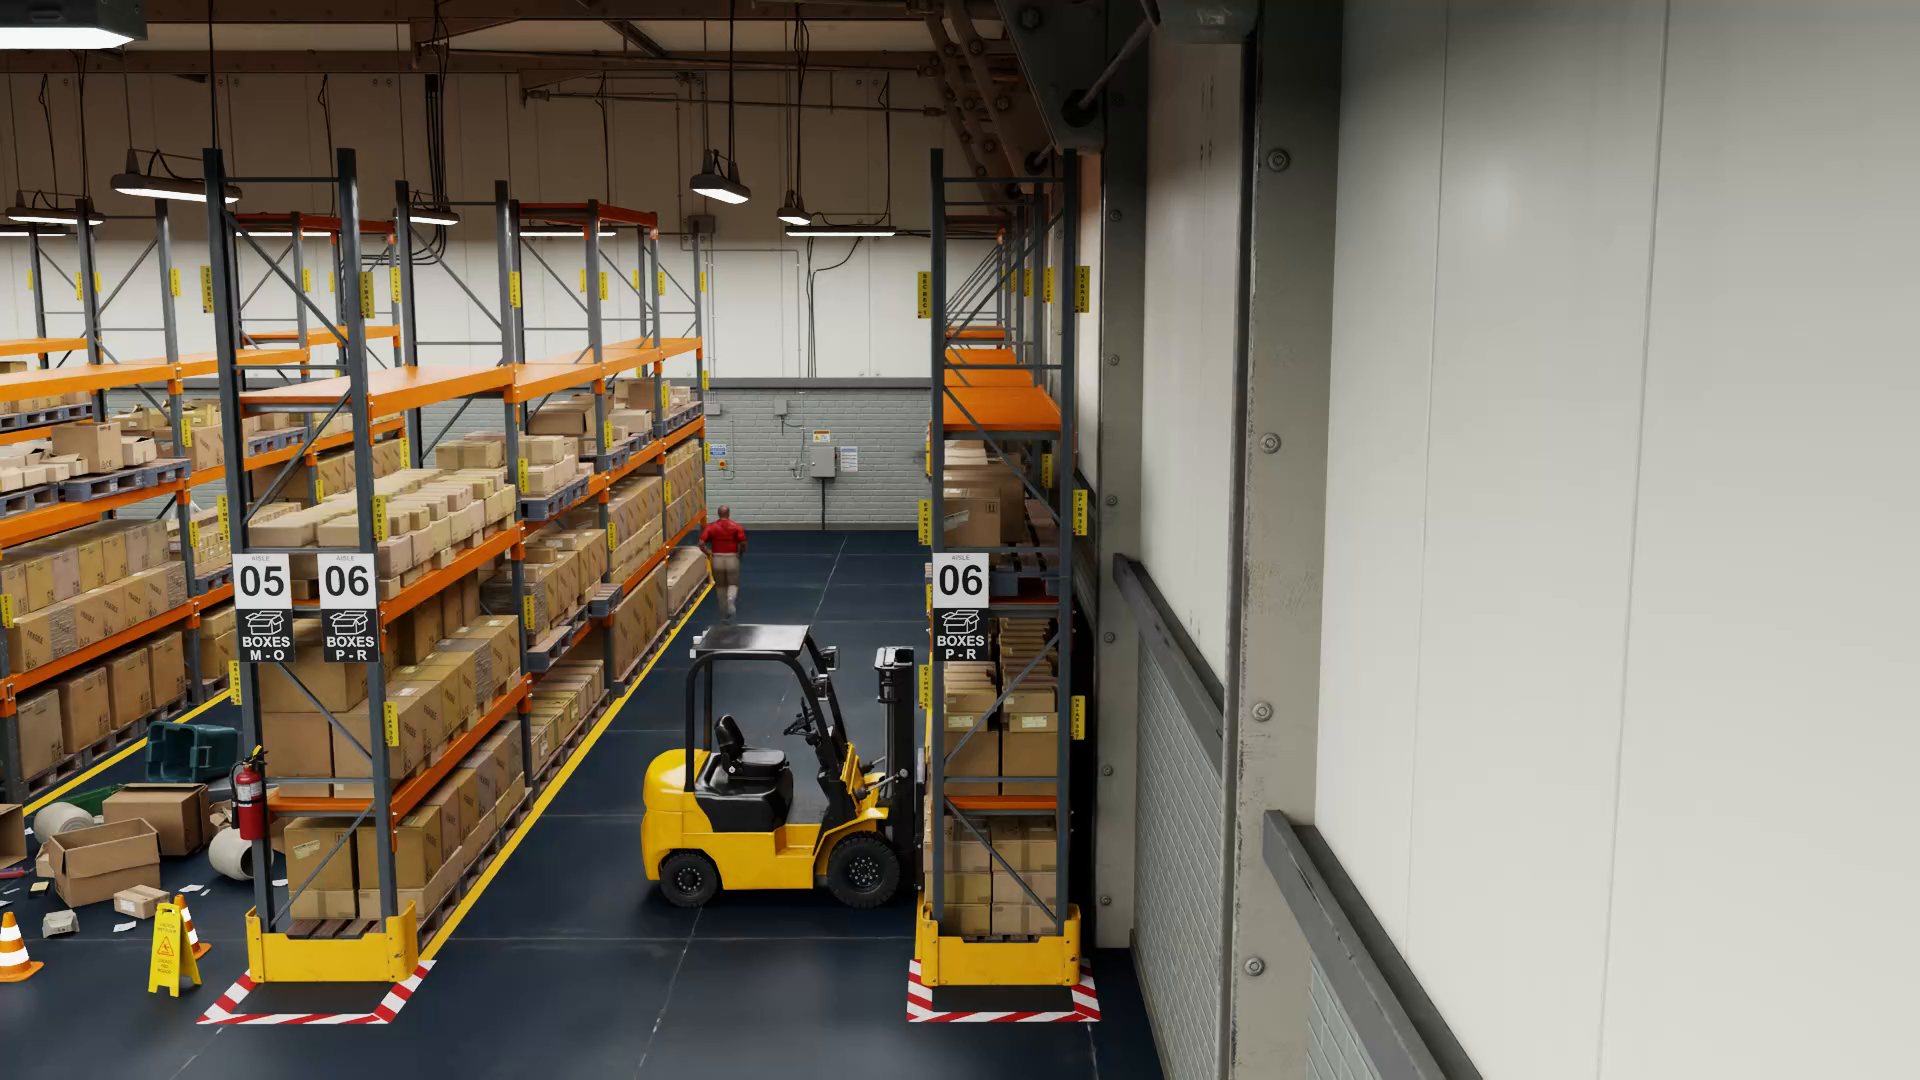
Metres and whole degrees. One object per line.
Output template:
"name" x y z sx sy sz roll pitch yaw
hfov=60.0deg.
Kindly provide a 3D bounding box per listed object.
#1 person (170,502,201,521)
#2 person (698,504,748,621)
"person" -13.132 -0.104 28.373 0.596 1.525 0.685 -5 10 -27
"person" -3.301 0.371 23.260 0.677 1.624 0.721 0 9 -3
